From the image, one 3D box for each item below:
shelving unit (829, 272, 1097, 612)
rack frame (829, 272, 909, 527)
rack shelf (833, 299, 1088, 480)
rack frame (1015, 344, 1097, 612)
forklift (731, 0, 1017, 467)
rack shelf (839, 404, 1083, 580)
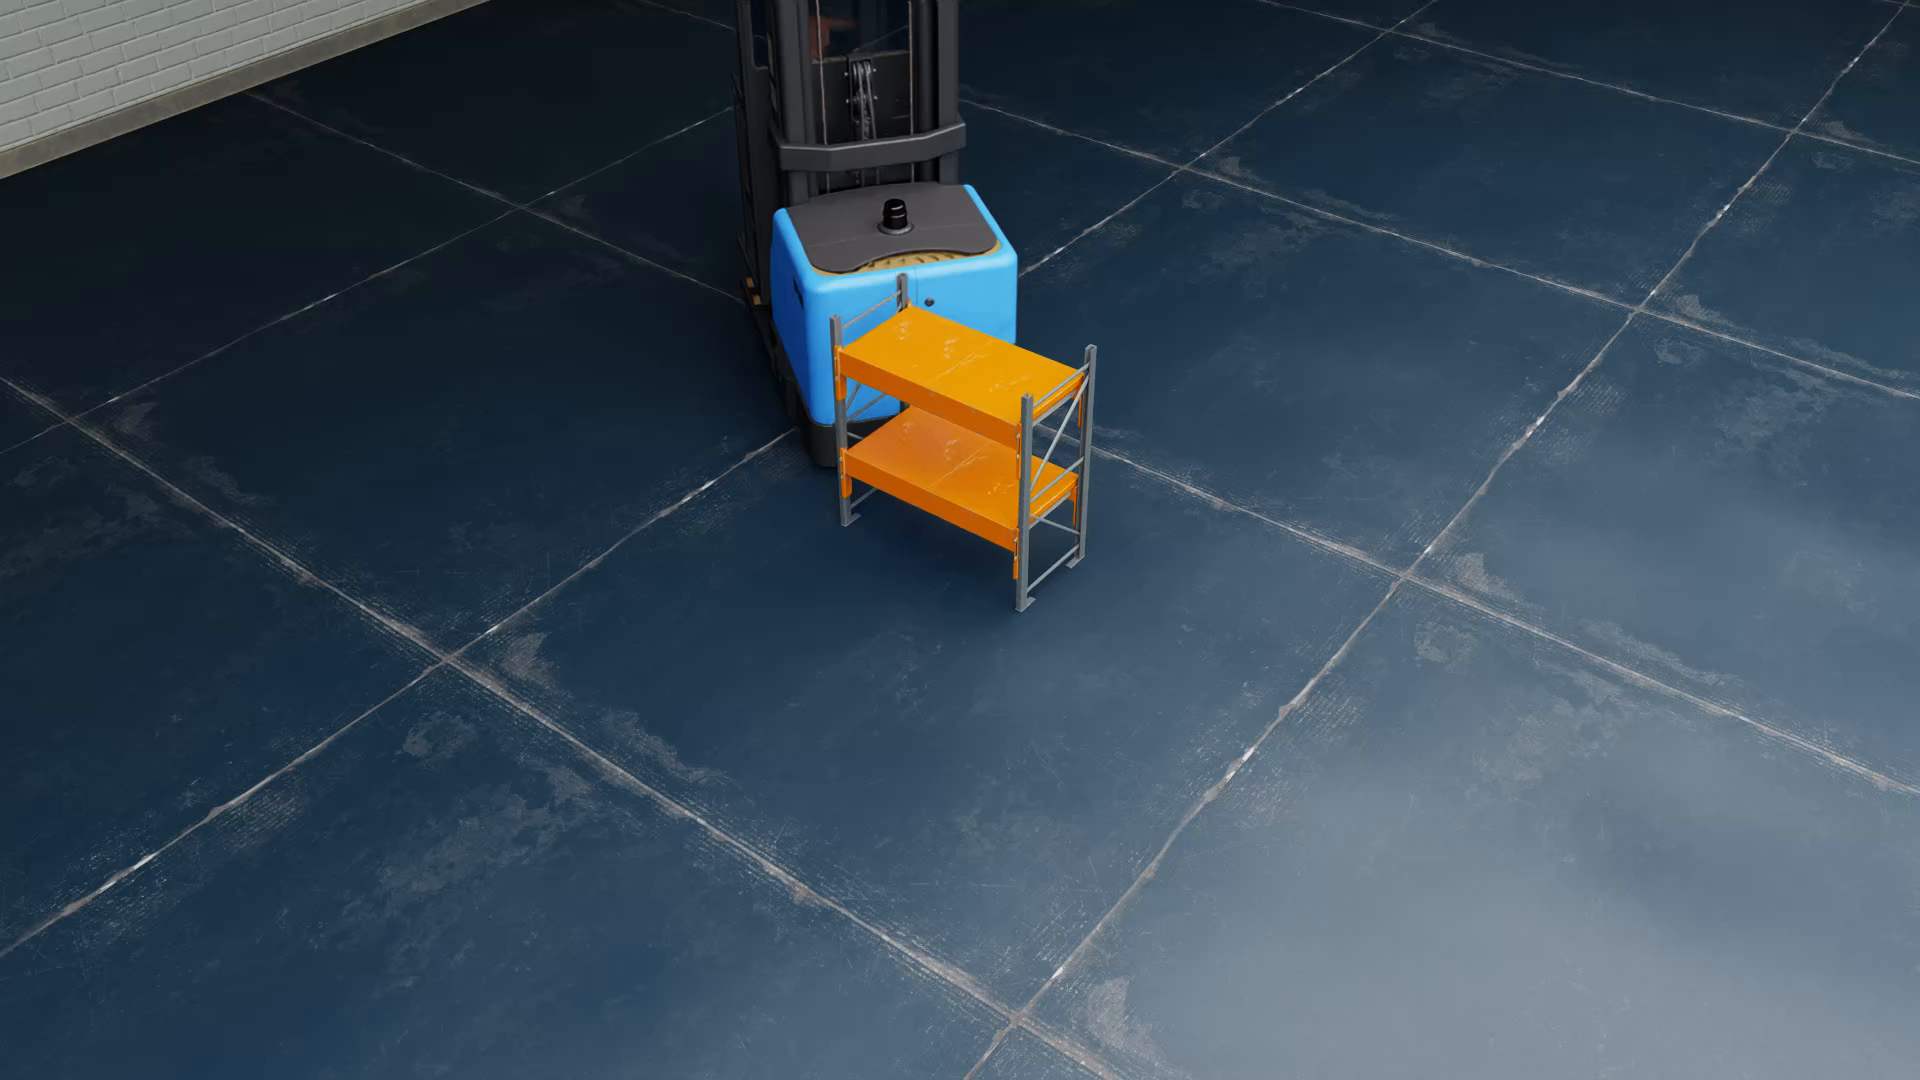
[{"bbox_3d":[0.005,-0.440,7.400,1.048,1.125,0.538,25,45,29],"label":"shelving unit"},{"bbox_3d":[-0.398,-0.631,7.643,0.032,1.125,0.500,25,45,29],"label":"rack frame"},{"bbox_3d":[0.005,-0.671,7.220,1.000,0.278,0.538,25,45,29],"label":"rack shelf"},{"bbox_3d":[0.409,-0.250,7.157,0.032,1.125,0.500,25,45,29],"label":"rack frame"},{"bbox_3d":[-0.615,-2.422,8.466,1.130,2.935,3.031,-10,39,-13],"label":"forklift"},{"bbox_3d":[0.005,-0.248,7.551,1.000,0.278,0.538,25,45,29],"label":"rack shelf"}]
